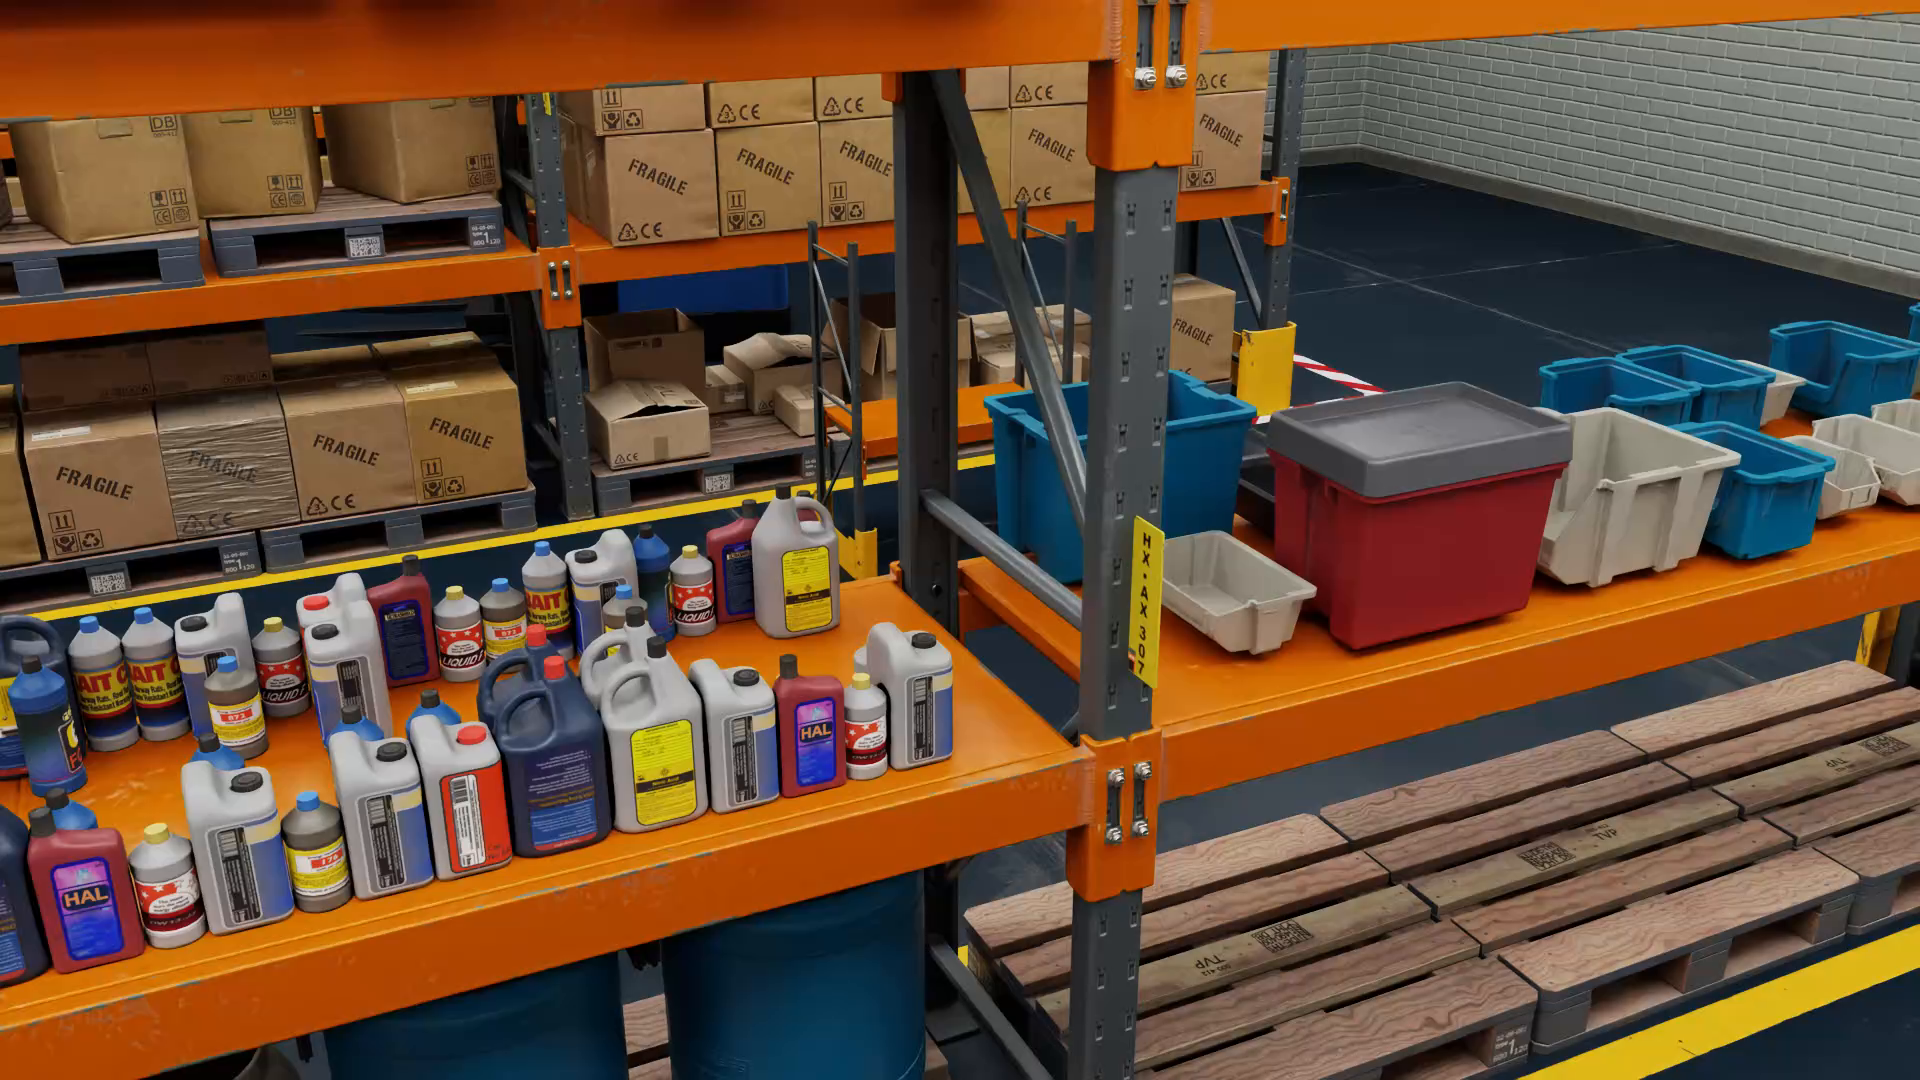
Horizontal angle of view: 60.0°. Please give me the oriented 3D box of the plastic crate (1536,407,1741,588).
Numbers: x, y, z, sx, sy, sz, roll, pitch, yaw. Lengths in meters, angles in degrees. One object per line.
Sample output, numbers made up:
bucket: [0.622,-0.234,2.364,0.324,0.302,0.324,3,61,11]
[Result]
plastic crate: [1.573,-0.104,4.157,0.530,0.282,0.437,-10,25,-24]

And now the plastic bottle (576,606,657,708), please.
plastic bottle: [-0.631,0.297,3.176,0.185,0.351,0.144,-10,25,-24]

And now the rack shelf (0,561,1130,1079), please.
rack shelf: [-1.684,0.723,3.023,4.000,0.370,1.077,-10,25,-24]

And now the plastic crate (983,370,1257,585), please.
plastic crate: [0.390,-0.157,4.150,0.575,0.384,0.392,-10,25,-24]

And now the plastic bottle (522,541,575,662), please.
plastic bottle: [-0.911,0.134,3.673,0.097,0.271,0.097,0,22,0]

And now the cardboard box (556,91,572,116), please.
cardboard box: [-1.684,-2.331,8.020,0.500,0.500,0.500,-10,25,-23]

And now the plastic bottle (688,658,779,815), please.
plastic bottle: [-0.426,0.353,3.137,0.135,0.276,0.152,-10,25,-24]

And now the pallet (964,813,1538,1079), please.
pallet: [0.763,1.211,4.547,1.213,0.211,1.003,-10,25,-24]

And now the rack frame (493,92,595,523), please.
rack frame: [-2.027,-1.649,7.812,0.127,3.000,1.000,-10,25,-24]

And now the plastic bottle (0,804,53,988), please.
plastic bottle: [-1.561,0.529,2.614,0.185,0.351,0.144,-10,25,-24]

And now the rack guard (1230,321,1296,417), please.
rack guard: [1.509,-1.145,9.863,0.348,0.500,1.175,-10,25,-24]

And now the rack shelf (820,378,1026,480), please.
rack shelf: [-0.077,-0.513,7.498,1.000,0.185,0.538,-10,25,-24]

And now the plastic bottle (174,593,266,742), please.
plastic bottle: [-1.508,0.253,3.378,0.135,0.276,0.152,-10,25,-24]

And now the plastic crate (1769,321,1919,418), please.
plastic crate: [2.763,-0.519,5.222,0.300,0.233,0.416,-10,25,-24]

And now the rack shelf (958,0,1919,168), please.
rack shelf: [1.920,-1.327,4.052,4.000,0.370,1.077,-10,25,-24]

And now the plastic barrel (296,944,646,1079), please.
plastic barrel: [-1.018,1.036,3.520,0.708,0.901,0.600,-10,25,-24]

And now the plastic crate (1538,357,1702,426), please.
plastic crate: [1.900,-0.360,4.838,0.300,0.233,0.416,-10,25,-24]

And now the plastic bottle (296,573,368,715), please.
plastic bottle: [-1.299,0.215,3.471,0.135,0.276,0.152,-10,25,-24]

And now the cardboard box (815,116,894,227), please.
cardboard box: [-0.538,-1.854,8.177,0.500,0.500,0.500,-11,25,-24]

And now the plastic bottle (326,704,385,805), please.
plastic bottle: [-1.073,0.421,2.979,0.097,0.271,0.097,0,22,0]

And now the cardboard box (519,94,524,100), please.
cardboard box: [-3.023,-3.698,12.369,0.700,0.700,0.980,-11,25,-25]

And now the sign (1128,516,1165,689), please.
sign: [0.355,0.120,3.175,0.005,0.325,0.100,-10,25,-24]

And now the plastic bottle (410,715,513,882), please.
plastic bottle: [-0.881,0.437,2.935,0.135,0.276,0.152,-10,25,-24]

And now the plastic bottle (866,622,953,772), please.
plastic bottle: [-0.097,0.293,3.284,0.135,0.276,0.152,-10,25,-24]

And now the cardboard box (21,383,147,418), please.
cardboard box: [-3.954,-0.445,7.596,0.500,0.500,0.500,-11,25,-26]

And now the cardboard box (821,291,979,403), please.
cardboard box: [-0.337,-1.013,8.963,0.637,0.503,0.797,-10,25,-24]

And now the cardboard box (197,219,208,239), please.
cardboard box: [-5.508,-2.255,11.539,0.750,0.750,0.750,-10,24,-22]

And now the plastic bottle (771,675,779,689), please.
plastic bottle: [-0.336,0.357,3.226,0.097,0.201,0.097,0,22,0]

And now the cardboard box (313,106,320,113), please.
cardboard box: [-4.578,-3.045,11.487,0.250,0.149,0.380,-10,24,-23]

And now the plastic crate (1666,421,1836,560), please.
plastic crate: [1.983,-0.126,4.274,0.300,0.233,0.416,-10,25,-24]

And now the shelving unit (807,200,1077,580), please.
shelving unit: [-0.069,-0.680,7.433,1.083,1.500,0.587,-10,25,-24]

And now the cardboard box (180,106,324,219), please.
cardboard box: [-3.143,-1.752,7.381,0.500,0.500,0.700,-6,23,-15]

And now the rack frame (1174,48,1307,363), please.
rack frame: [1.577,-2.313,9.415,0.127,3.000,1.000,-10,25,-24]

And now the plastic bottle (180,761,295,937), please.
plastic bottle: [-1.211,0.498,2.788,0.135,0.276,0.152,-10,25,-24]

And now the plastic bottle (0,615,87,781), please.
plastic bottle: [-1.829,0.276,3.225,0.185,0.351,0.144,-10,25,-24]

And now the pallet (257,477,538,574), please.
pallet: [-2.744,-0.213,7.988,1.213,0.211,1.003,-10,25,-24]

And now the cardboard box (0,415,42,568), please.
cardboard box: [-4.174,-0.181,6.959,0.500,0.500,0.500,-11,25,-24]

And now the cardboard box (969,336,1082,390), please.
cardboard box: [0.325,-0.923,9.078,0.500,0.250,0.500,-10,25,-24]

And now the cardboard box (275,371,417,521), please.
cardboard box: [-2.797,-0.438,7.579,0.500,0.500,0.500,-10,25,-23]

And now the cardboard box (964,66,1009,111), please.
cardboard box: [-0.088,-2.395,8.177,0.500,0.500,0.500,-10,24,-22]

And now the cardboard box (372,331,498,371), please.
cardboard box: [-2.569,-0.701,8.215,0.500,0.500,0.500,-12,25,-26]

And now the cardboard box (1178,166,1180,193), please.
cardboard box: [0.826,-2.104,8.779,0.500,0.500,0.500,-10,25,-23]

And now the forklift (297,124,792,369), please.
forklift: [-2.633,-2.626,10.261,3.031,2.935,1.130,-3,23,-8]

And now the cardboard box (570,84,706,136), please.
cardboard box: [-1.481,-2.139,7.557,0.500,0.500,0.500,-10,24,-22]

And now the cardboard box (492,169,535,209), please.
cardboard box: [-3.461,-2.484,12.547,0.500,0.500,0.700,-10,25,-23]

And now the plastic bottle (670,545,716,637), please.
plastic bottle: [-0.614,0.112,3.818,0.097,0.201,0.097,0,22,0]

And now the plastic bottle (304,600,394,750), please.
plastic bottle: [-1.233,0.267,3.345,0.135,0.276,0.152,-10,25,-24]

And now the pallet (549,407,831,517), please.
pallet: [-1.408,-0.474,8.620,1.213,0.211,1.003,-10,25,-24]

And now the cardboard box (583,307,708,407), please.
cardboard box: [-1.637,-0.890,8.671,0.500,0.500,0.500,-10,25,-24]

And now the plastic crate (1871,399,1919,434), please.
plastic crate: [2.798,-0.270,4.747,0.243,0.136,0.396,-10,25,-24]
